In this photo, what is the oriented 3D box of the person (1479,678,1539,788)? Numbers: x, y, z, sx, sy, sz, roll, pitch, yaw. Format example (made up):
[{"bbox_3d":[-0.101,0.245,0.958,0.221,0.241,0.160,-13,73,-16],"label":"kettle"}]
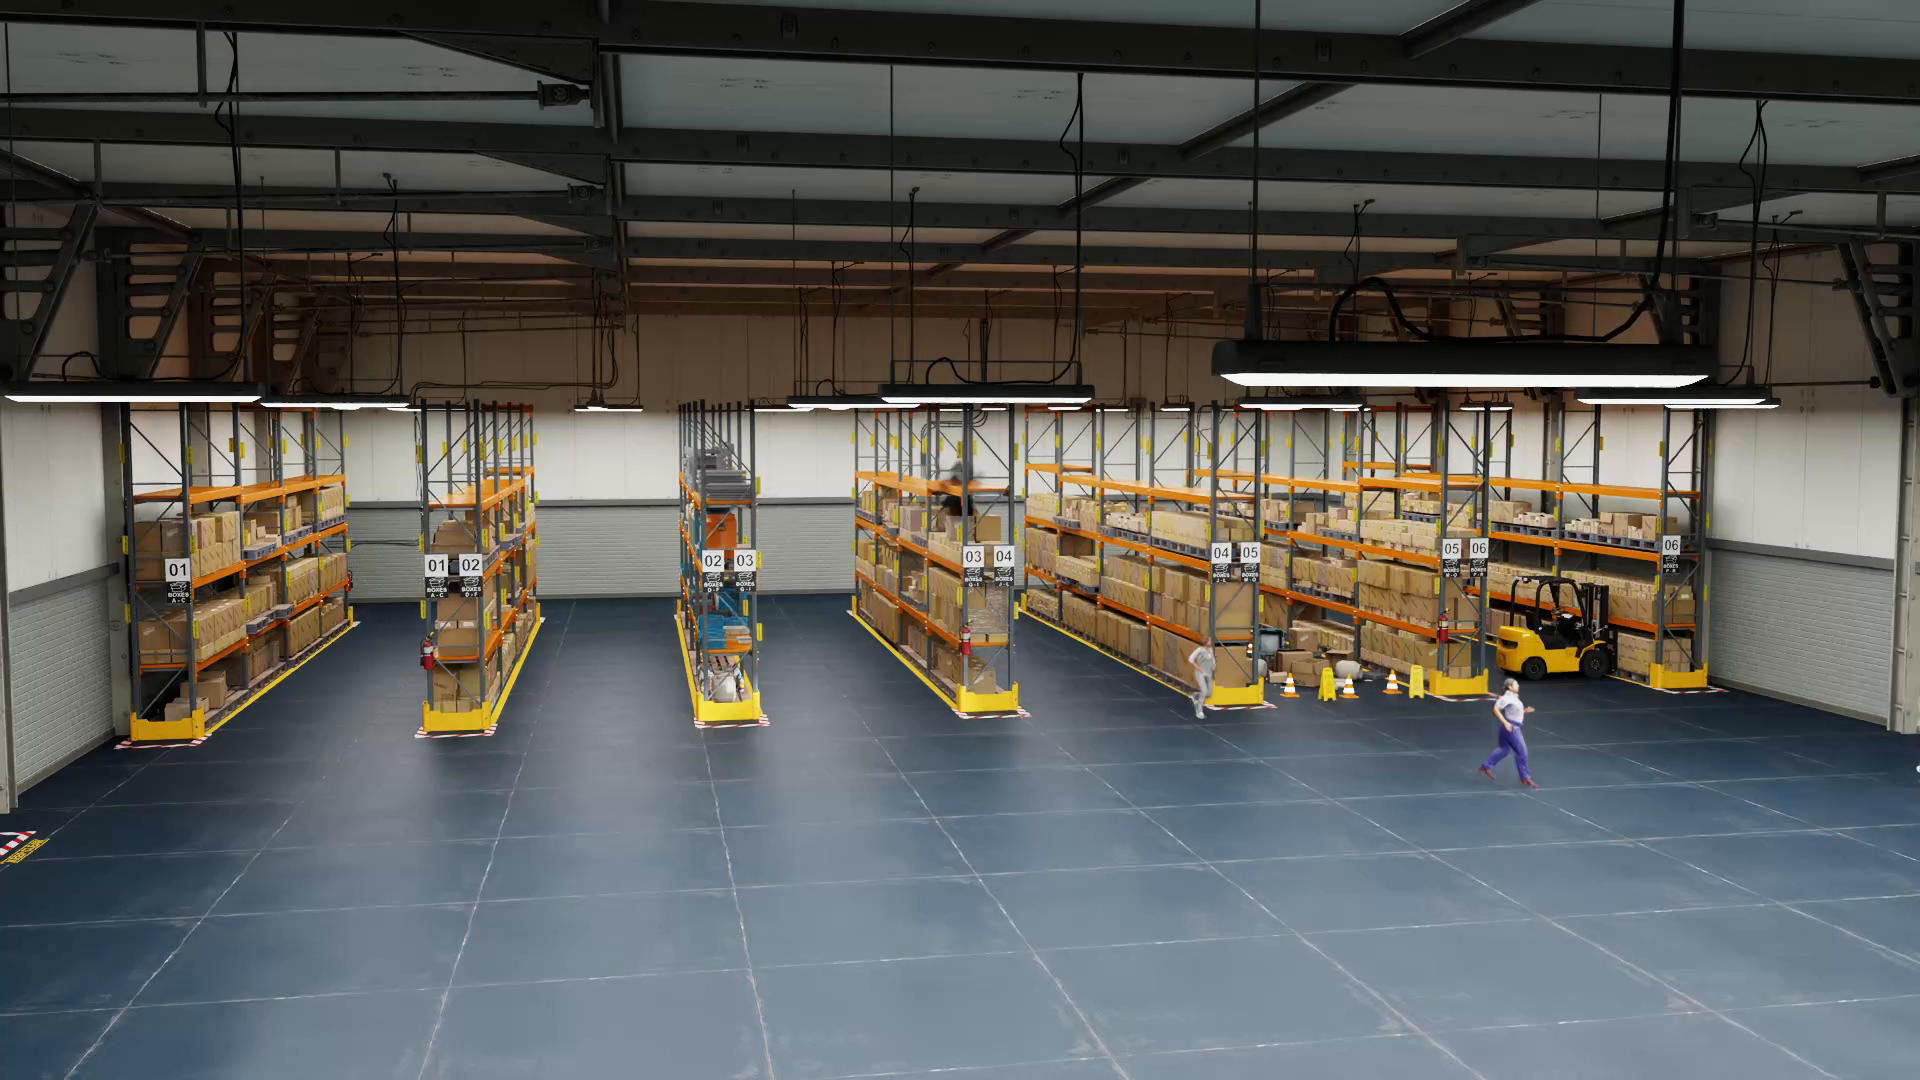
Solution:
[{"bbox_3d":[8.478,2.951,25.648,0.895,1.671,0.594,1,5,18],"label":"person"}]

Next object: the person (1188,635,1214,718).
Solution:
[{"bbox_3d":[4.632,2.583,31.756,0.565,1.546,0.647,-3,5,-33],"label":"person"}]
